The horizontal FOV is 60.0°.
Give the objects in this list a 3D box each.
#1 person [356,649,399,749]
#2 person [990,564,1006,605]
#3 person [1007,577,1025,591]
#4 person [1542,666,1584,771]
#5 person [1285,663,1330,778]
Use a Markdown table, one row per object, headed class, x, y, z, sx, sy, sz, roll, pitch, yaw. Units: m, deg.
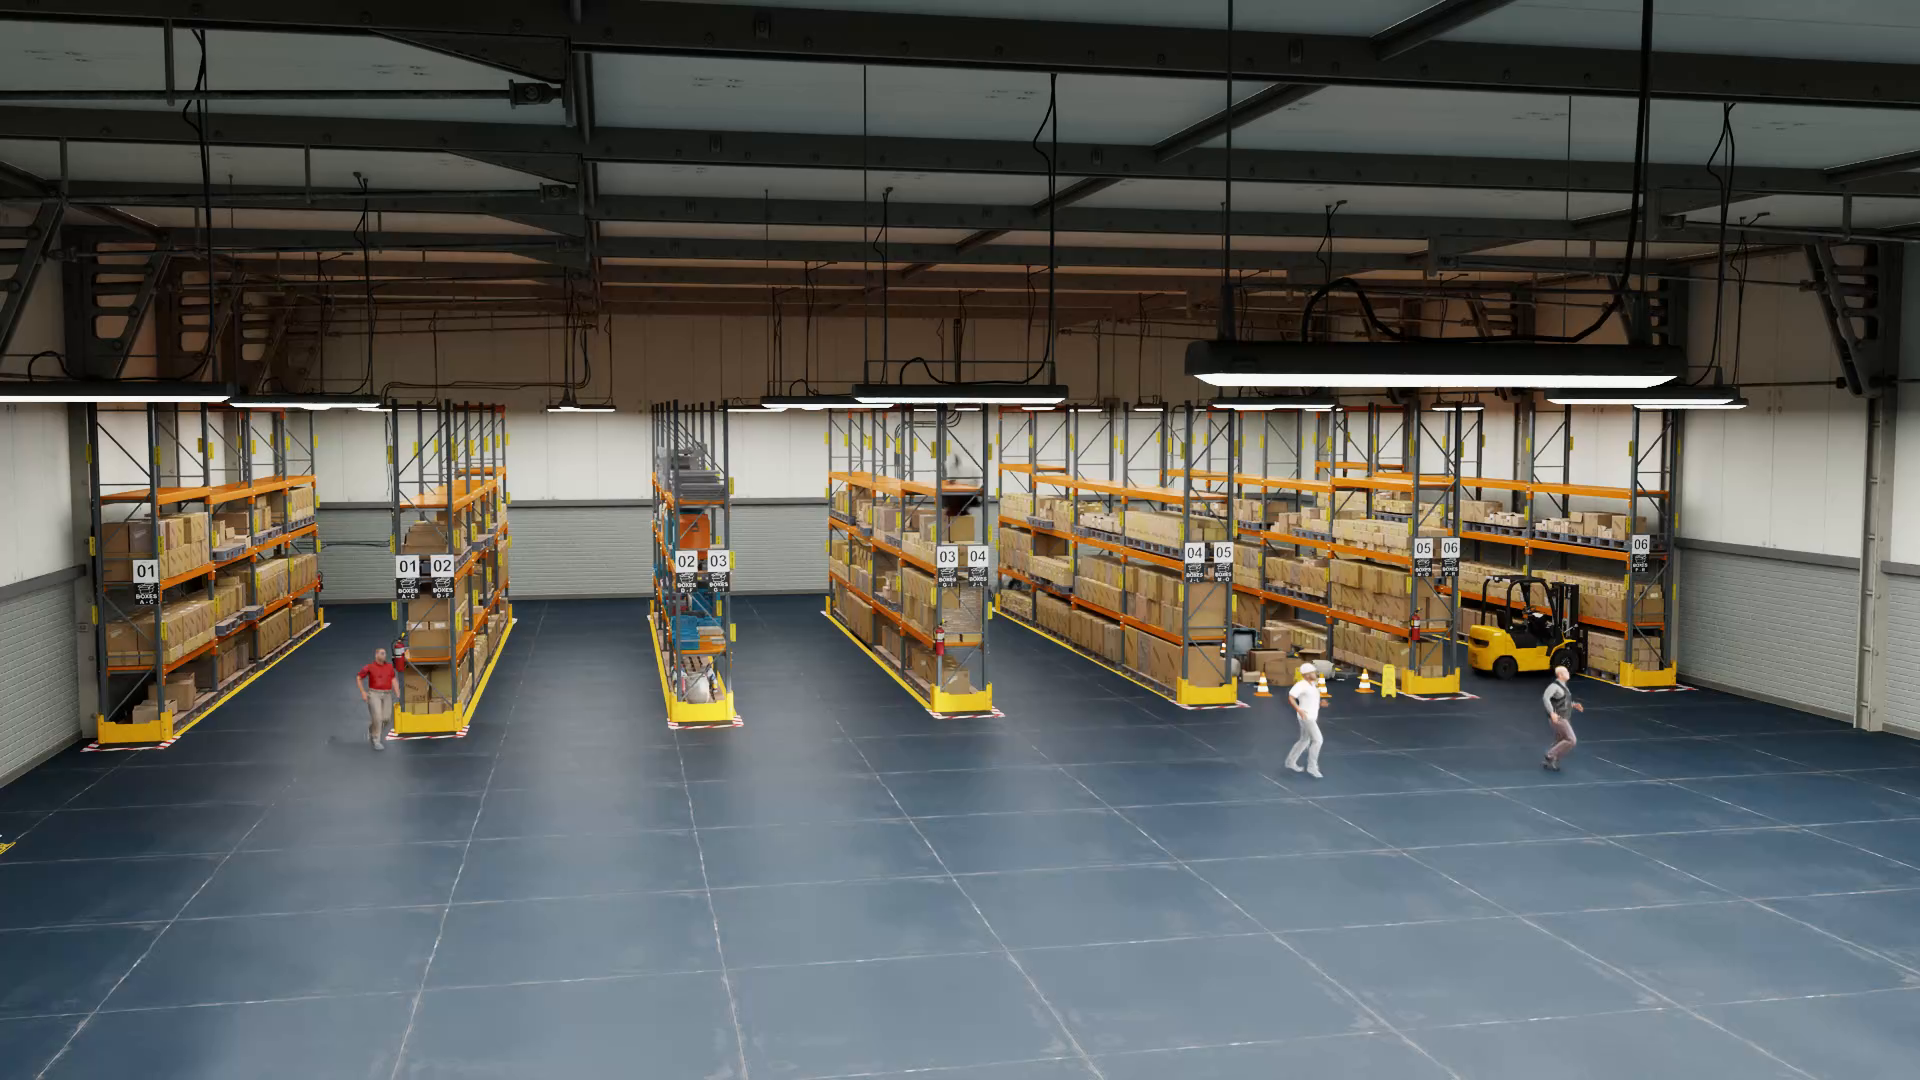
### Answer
| class | x | y | z | sx | sy | sz | roll | pitch | yaw |
| --- | --- | --- | --- | --- | --- | --- | --- | --- | --- |
| person | -10.039 | 2.732 | 28.774 | 0.614 | 1.690 | 0.718 | 4 | 6 | 42 |
| person | 1.204 | 1.172 | 49.942 | 0.607 | 1.647 | 0.676 | 1 | 4 | 13 |
| person | 1.722 | 1.179 | 49.935 | 1.034 | 1.593 | 0.507 | -1 | 5 | -18 |
| person | 9.663 | 2.866 | 26.658 | 0.601 | 1.686 | 0.667 | 2 | 5 | 27 |
| person | 5.505 | 2.865 | 26.395 | 0.692 | 1.830 | 0.685 | 2 | 5 | 21 |
